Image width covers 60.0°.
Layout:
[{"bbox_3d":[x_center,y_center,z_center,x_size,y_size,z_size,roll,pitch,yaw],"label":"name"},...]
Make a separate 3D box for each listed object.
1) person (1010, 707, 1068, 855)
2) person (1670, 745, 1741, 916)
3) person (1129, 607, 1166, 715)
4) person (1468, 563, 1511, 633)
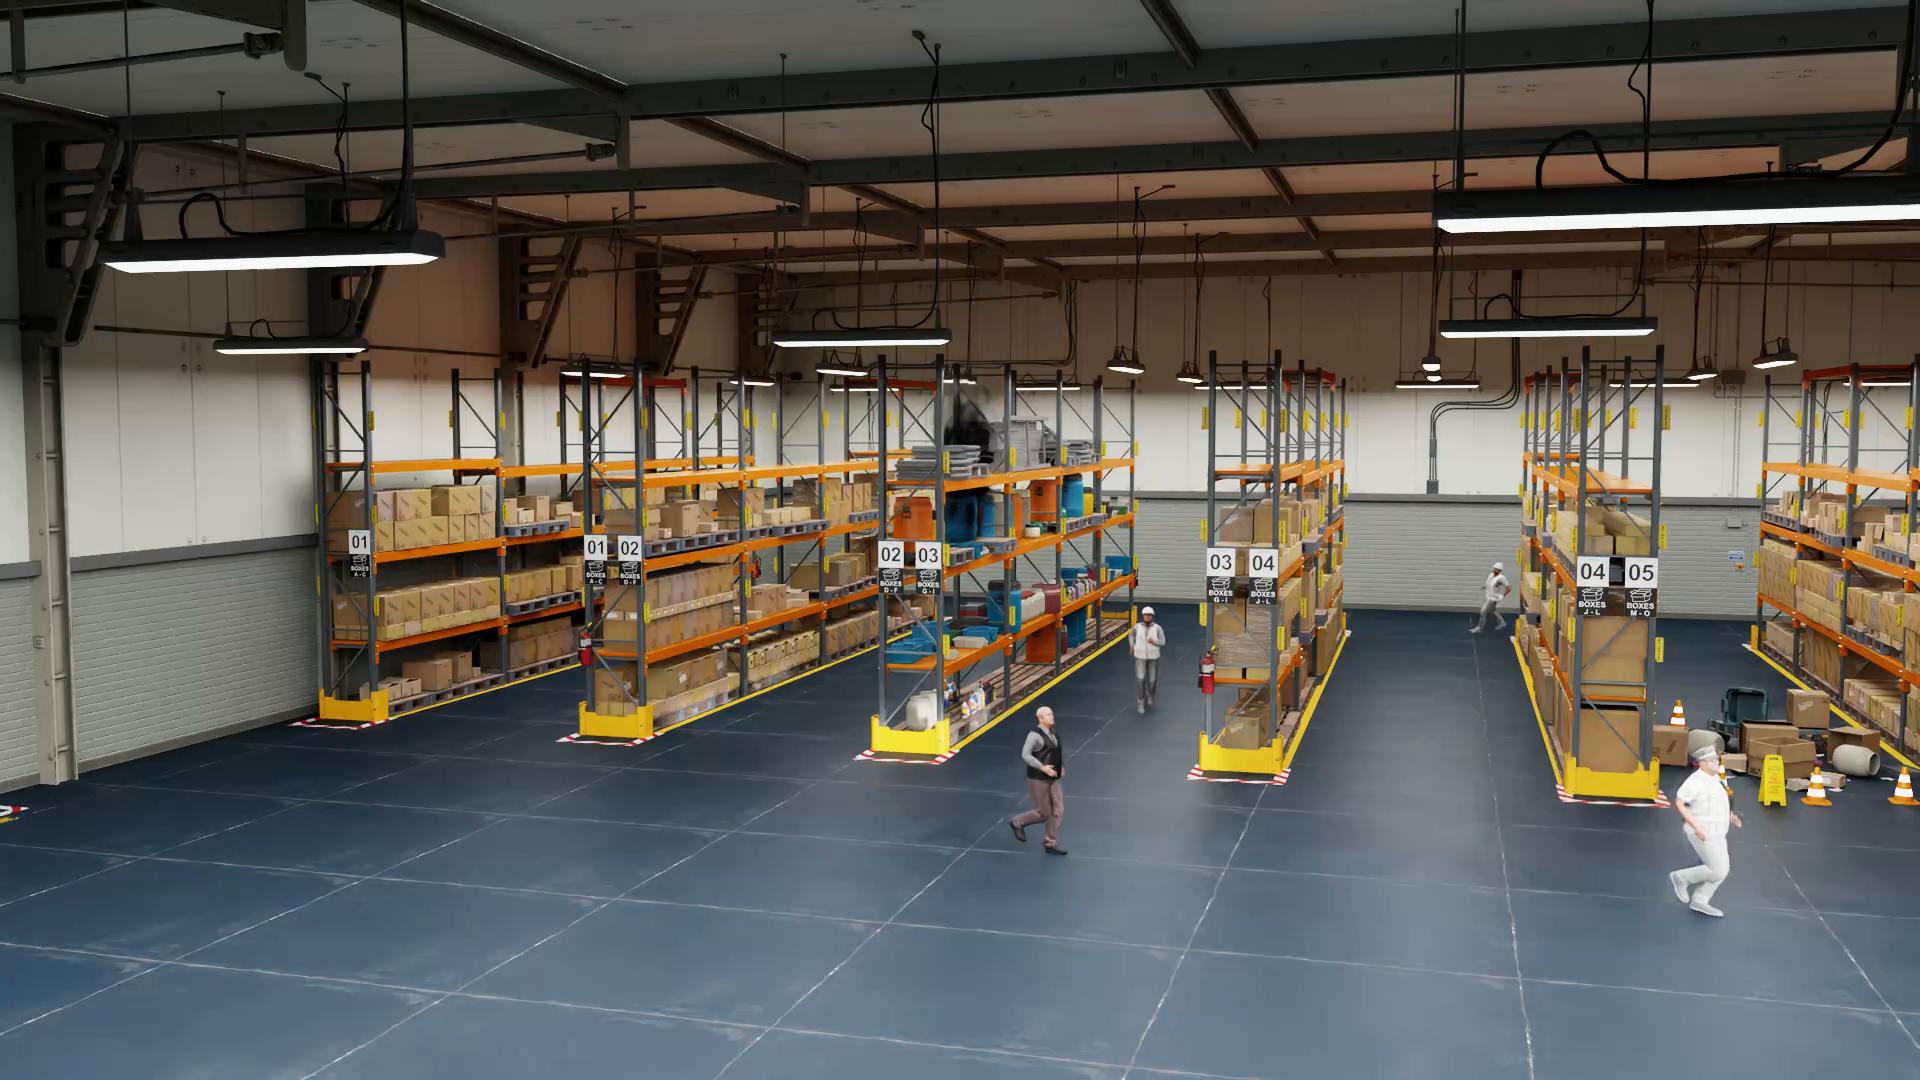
[{"bbox_3d":[0.947,2.774,19.309,0.752,1.697,0.657,3,5,37],"label":"person"},{"bbox_3d":[7.575,2.940,16.860,0.665,1.727,0.597,-4,6,-42],"label":"person"},{"bbox_3d":[3.229,2.057,28.711,0.633,1.822,0.822,0,4,5],"label":"person"},{"bbox_3d":[12.453,1.351,39.097,0.948,1.697,0.862,1,4,20],"label":"person"}]
